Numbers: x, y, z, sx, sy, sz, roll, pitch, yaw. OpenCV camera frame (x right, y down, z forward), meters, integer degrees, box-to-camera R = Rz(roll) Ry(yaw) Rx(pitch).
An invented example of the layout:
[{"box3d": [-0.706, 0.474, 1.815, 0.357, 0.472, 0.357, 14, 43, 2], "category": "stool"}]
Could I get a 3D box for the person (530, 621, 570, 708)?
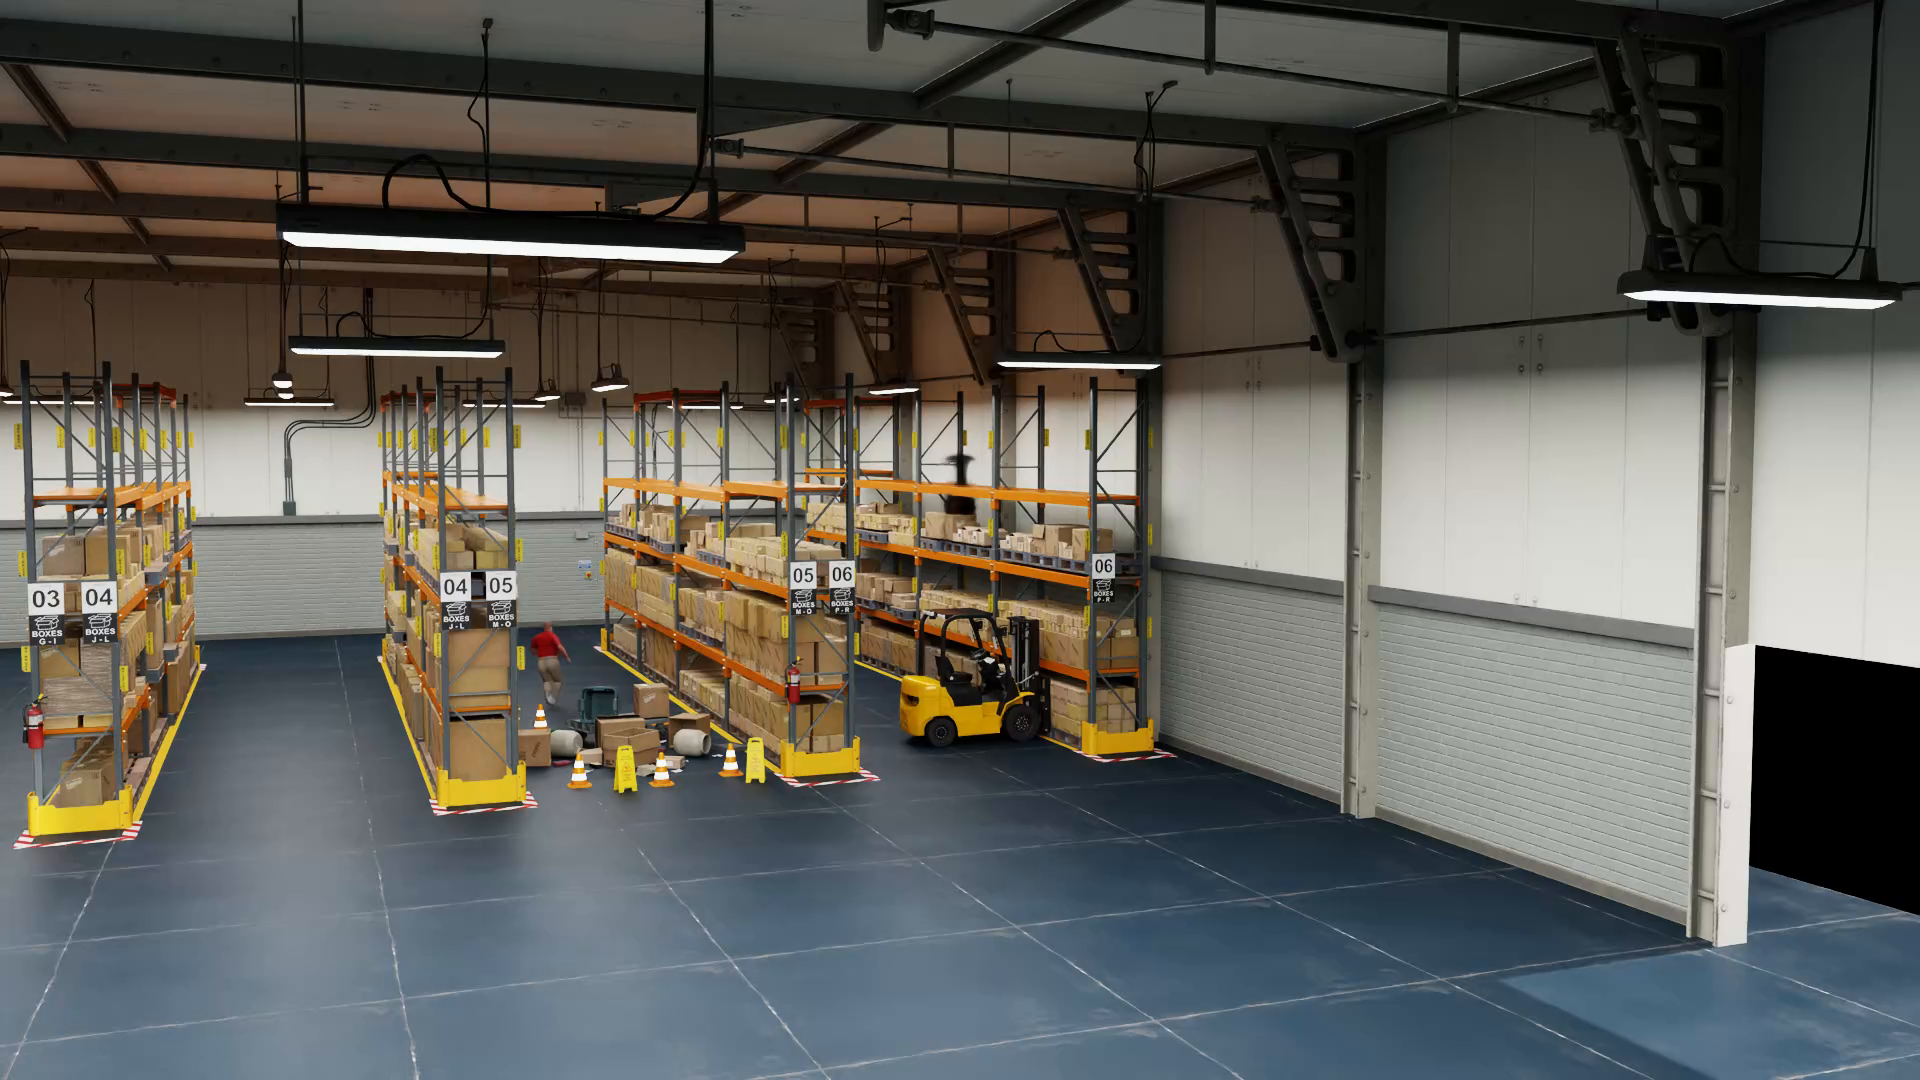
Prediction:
[{"box3d": [-7.695, 2.342, 31.095, 0.760, 1.641, 0.568, 0, 3, 5], "category": "person"}]
